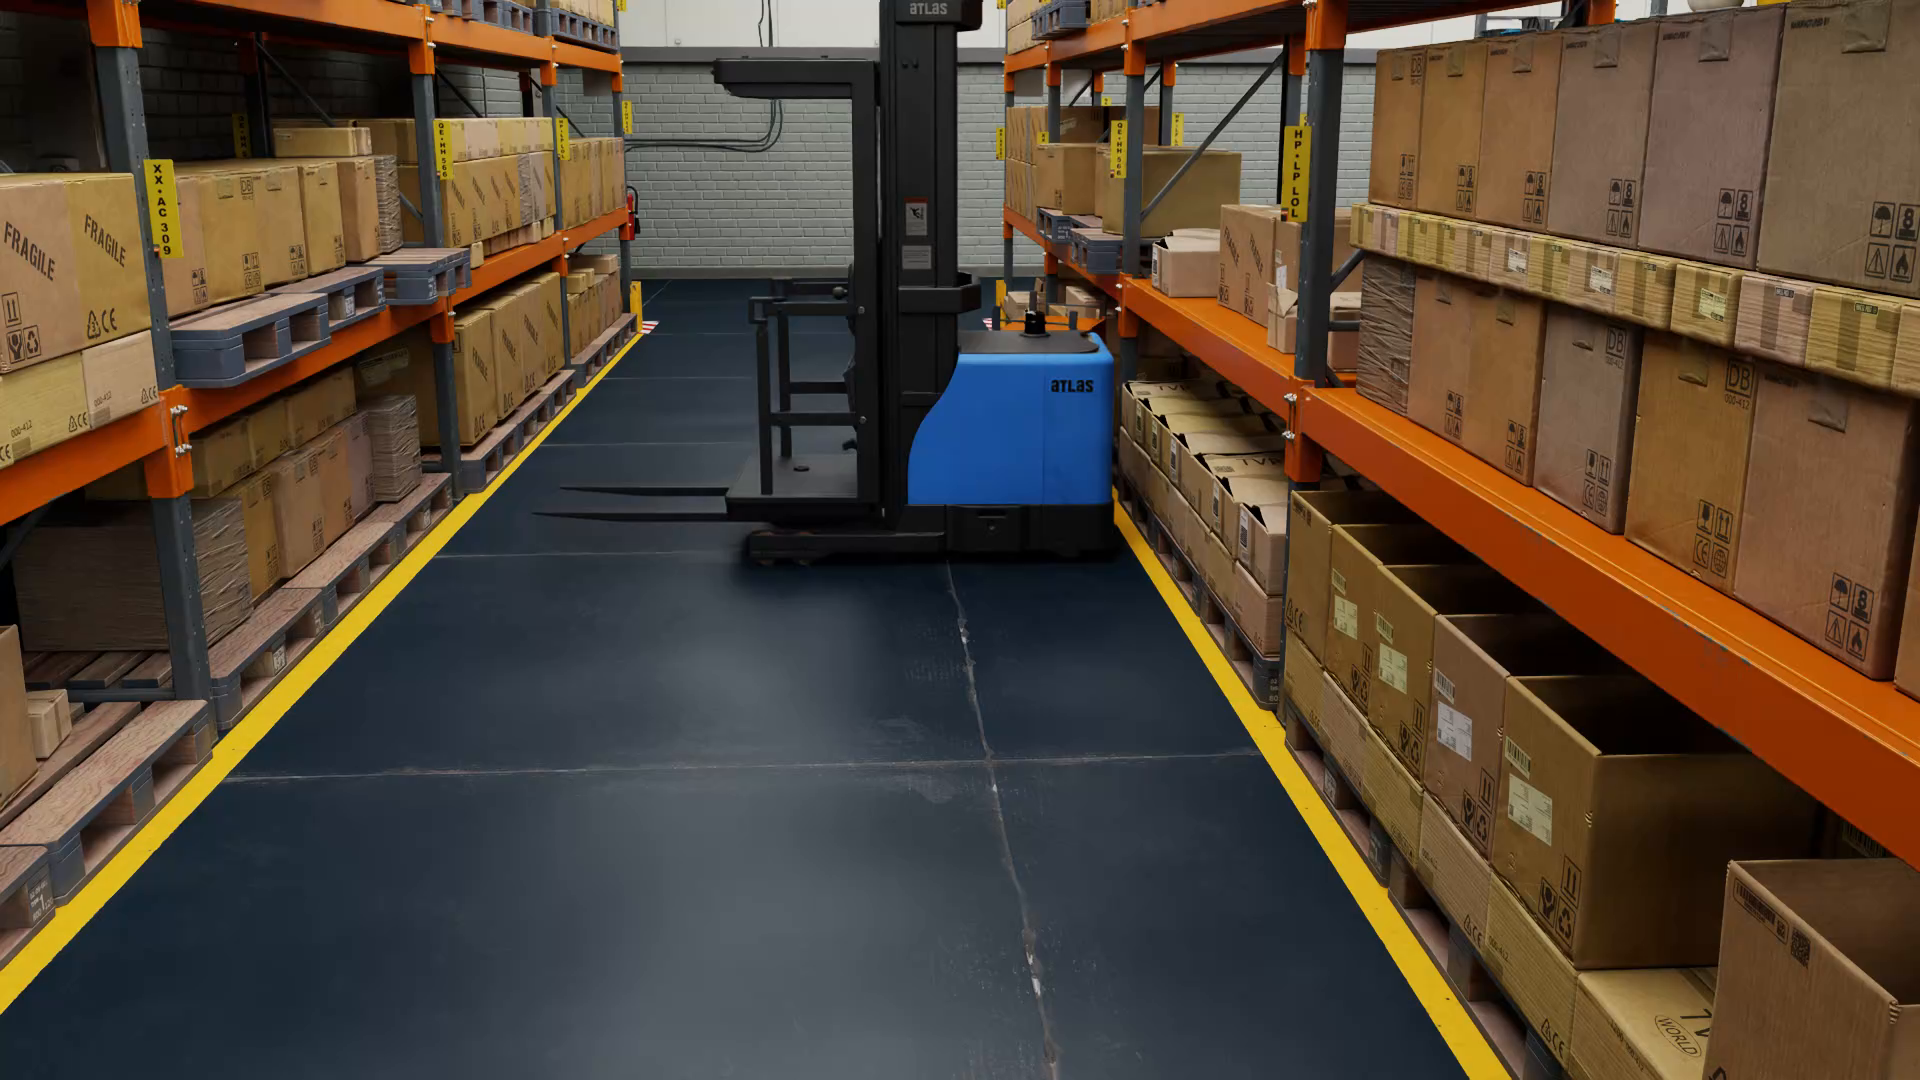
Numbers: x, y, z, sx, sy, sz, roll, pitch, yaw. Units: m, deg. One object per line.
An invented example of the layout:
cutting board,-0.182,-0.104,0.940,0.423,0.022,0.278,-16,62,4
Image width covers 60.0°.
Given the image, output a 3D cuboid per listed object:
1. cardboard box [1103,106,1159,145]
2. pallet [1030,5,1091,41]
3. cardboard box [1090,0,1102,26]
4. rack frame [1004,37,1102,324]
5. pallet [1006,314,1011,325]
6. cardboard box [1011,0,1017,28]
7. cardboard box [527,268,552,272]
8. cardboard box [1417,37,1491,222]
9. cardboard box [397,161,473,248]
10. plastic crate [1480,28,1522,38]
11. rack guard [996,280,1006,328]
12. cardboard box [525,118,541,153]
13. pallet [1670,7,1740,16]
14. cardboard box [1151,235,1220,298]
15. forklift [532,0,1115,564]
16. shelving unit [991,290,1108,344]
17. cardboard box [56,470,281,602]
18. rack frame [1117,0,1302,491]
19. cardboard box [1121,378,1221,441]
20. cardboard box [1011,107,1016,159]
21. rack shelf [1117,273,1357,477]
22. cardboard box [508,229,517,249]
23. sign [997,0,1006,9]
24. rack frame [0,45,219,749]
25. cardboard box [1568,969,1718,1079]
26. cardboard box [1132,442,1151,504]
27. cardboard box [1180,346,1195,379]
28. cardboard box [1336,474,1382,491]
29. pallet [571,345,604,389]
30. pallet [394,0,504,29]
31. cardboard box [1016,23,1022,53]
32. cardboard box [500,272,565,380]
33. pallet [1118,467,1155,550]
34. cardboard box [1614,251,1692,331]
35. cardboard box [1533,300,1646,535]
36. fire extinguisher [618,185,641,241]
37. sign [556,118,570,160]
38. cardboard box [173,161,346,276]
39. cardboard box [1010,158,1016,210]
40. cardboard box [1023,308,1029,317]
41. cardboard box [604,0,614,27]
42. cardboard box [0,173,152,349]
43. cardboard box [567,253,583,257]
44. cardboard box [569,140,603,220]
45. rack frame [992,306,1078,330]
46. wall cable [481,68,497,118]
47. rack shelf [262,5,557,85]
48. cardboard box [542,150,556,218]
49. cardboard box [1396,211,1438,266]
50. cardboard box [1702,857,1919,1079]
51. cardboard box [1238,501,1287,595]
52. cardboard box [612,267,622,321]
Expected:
cardboard box,1.471,-3.407,14.041,0.500,0.500,0.500,-1,14,-2
pallet,1.190,-3.951,12.721,1.213,0.211,1.003,-1,14,-3
cardboard box,1.343,-3.623,10.868,0.910,0.500,0.500,-1,14,-3
rack frame,0.972,-3.748,17.572,1.000,3.000,0.127,-1,14,-3
pallet,1.027,-2.180,17.075,1.003,0.211,1.213,-1,14,-3
cardboard box,0.768,-5.114,16.159,0.500,0.250,0.500,-1,14,-3
cardboard box,-3.924,-2.390,15.168,0.380,0.149,0.250,-1,14,-3
cardboard box,1.782,-1.204,4.882,0.700,0.500,0.500,-1,14,-4
cardboard box,-3.251,-2.008,9.971,0.500,0.500,0.500,0,14,-2
plastic crate,5.661,-5.112,17.119,0.497,0.269,0.590,-1,14,-3
rack guard,0.976,-2.518,17.810,1.175,0.500,0.348,-1,14,-3
cardboard box,-3.418,-3.001,12.328,0.500,0.250,0.500,-1,14,-2
pallet,6.310,-3.996,12.897,1.213,0.211,1.003,-1,14,-3
cardboard box,1.329,-1.489,8.974,0.500,0.311,0.500,-1,14,-4
forklift,-0.720,-1.427,8.692,3.031,2.935,1.130,0,14,0
shelving unit,0.544,-0.913,10.258,0.538,1.125,1.048,6,15,14
cardboard box,-3.373,0.001,7.136,0.700,0.500,0.500,-1,14,-5
rack frame,1.467,-1.758,9.839,1.000,3.000,0.127,-1,14,-3
cardboard box,1.207,-0.767,9.536,0.500,0.311,0.500,0,14,-2
cardboard box,0.776,-4.036,16.485,0.500,0.500,0.500,-1,14,-3
rack shelf,1.591,-0.912,7.996,1.077,0.370,4.000,-1,14,-3
cardboard box,-3.386,-2.167,11.893,0.380,0.149,0.250,-1,14,-5
sign,0.430,-5.615,17.057,0.100,0.325,0.005,-1,14,-3
rack frame,-3.229,-0.686,5.672,1.000,3.000,0.127,-1,14,-3
cardboard box,1.592,1.107,3.380,0.500,0.250,0.500,-1,14,-3
cardboard box,1.239,-0.370,9.120,0.500,0.250,0.500,-1,14,-5
cardboard box,1.686,-1.008,11.059,0.500,0.500,0.500,-1,14,-5
cardboard box,1.912,-0.138,7.092,0.500,0.311,0.500,-1,14,-4
pallet,-3.693,-1.515,14.492,1.003,0.211,1.213,-1,14,-3
pallet,-3.642,-3.479,10.888,1.003,0.211,1.213,0,14,-1
cardboard box,0.800,-4.747,15.738,0.500,0.250,0.500,-1,14,-3
cardboard box,-3.554,-1.678,13.000,0.750,0.750,0.750,-1,14,-3
pallet,1.479,-0.202,9.389,1.003,0.211,1.213,-1,14,-3
cardboard box,1.667,-0.545,3.622,0.380,0.149,0.250,0,14,-2
cardboard box,1.848,-0.318,4.042,0.700,0.500,0.500,0,14,-2
fire extinguisher,-3.521,-3.497,17.501,0.296,0.674,0.183,-1,14,-3
sign,-3.183,-3.209,13.312,0.100,0.325,0.005,-1,14,-3
cardboard box,-3.338,-1.516,7.814,0.700,0.500,0.500,-1,14,-3
cardboard box,0.773,-3.553,16.616,0.500,0.500,0.500,-1,14,-4
cardboard box,0.855,-1.988,15.244,0.500,0.311,0.500,-1,14,-3
cardboard box,-3.662,-5.124,16.159,0.500,0.250,0.500,0,14,-2
cardboard box,-2.891,-0.873,5.156,0.500,0.500,0.500,-1,14,-4
cardboard box,-4.036,-2.833,16.888,0.380,0.149,0.250,-1,14,-3
cardboard box,-3.836,-3.318,15.301,0.980,0.700,0.700,-2,15,-6
rack frame,0.415,-0.796,9.780,0.500,1.125,0.032,6,15,14
wall cable,-4.996,-4.466,18.325,0.084,1.984,1.851,-1,14,-3
rack shelf,-3.600,-3.282,11.187,1.077,0.370,4.000,-1,14,-3
cardboard box,-3.444,-2.767,12.922,0.500,0.500,0.500,-1,14,-4
cardboard box,1.572,-0.929,5.116,0.380,0.149,0.250,-1,14,-5
cardboard box,1.633,0.868,2.804,0.500,0.500,0.500,-1,14,-3
cardboard box,1.404,-0.003,6.567,0.500,0.311,0.500,-1,14,-3
cardboard box,-3.829,-2.490,16.860,0.700,0.500,0.500,-1,14,-3
